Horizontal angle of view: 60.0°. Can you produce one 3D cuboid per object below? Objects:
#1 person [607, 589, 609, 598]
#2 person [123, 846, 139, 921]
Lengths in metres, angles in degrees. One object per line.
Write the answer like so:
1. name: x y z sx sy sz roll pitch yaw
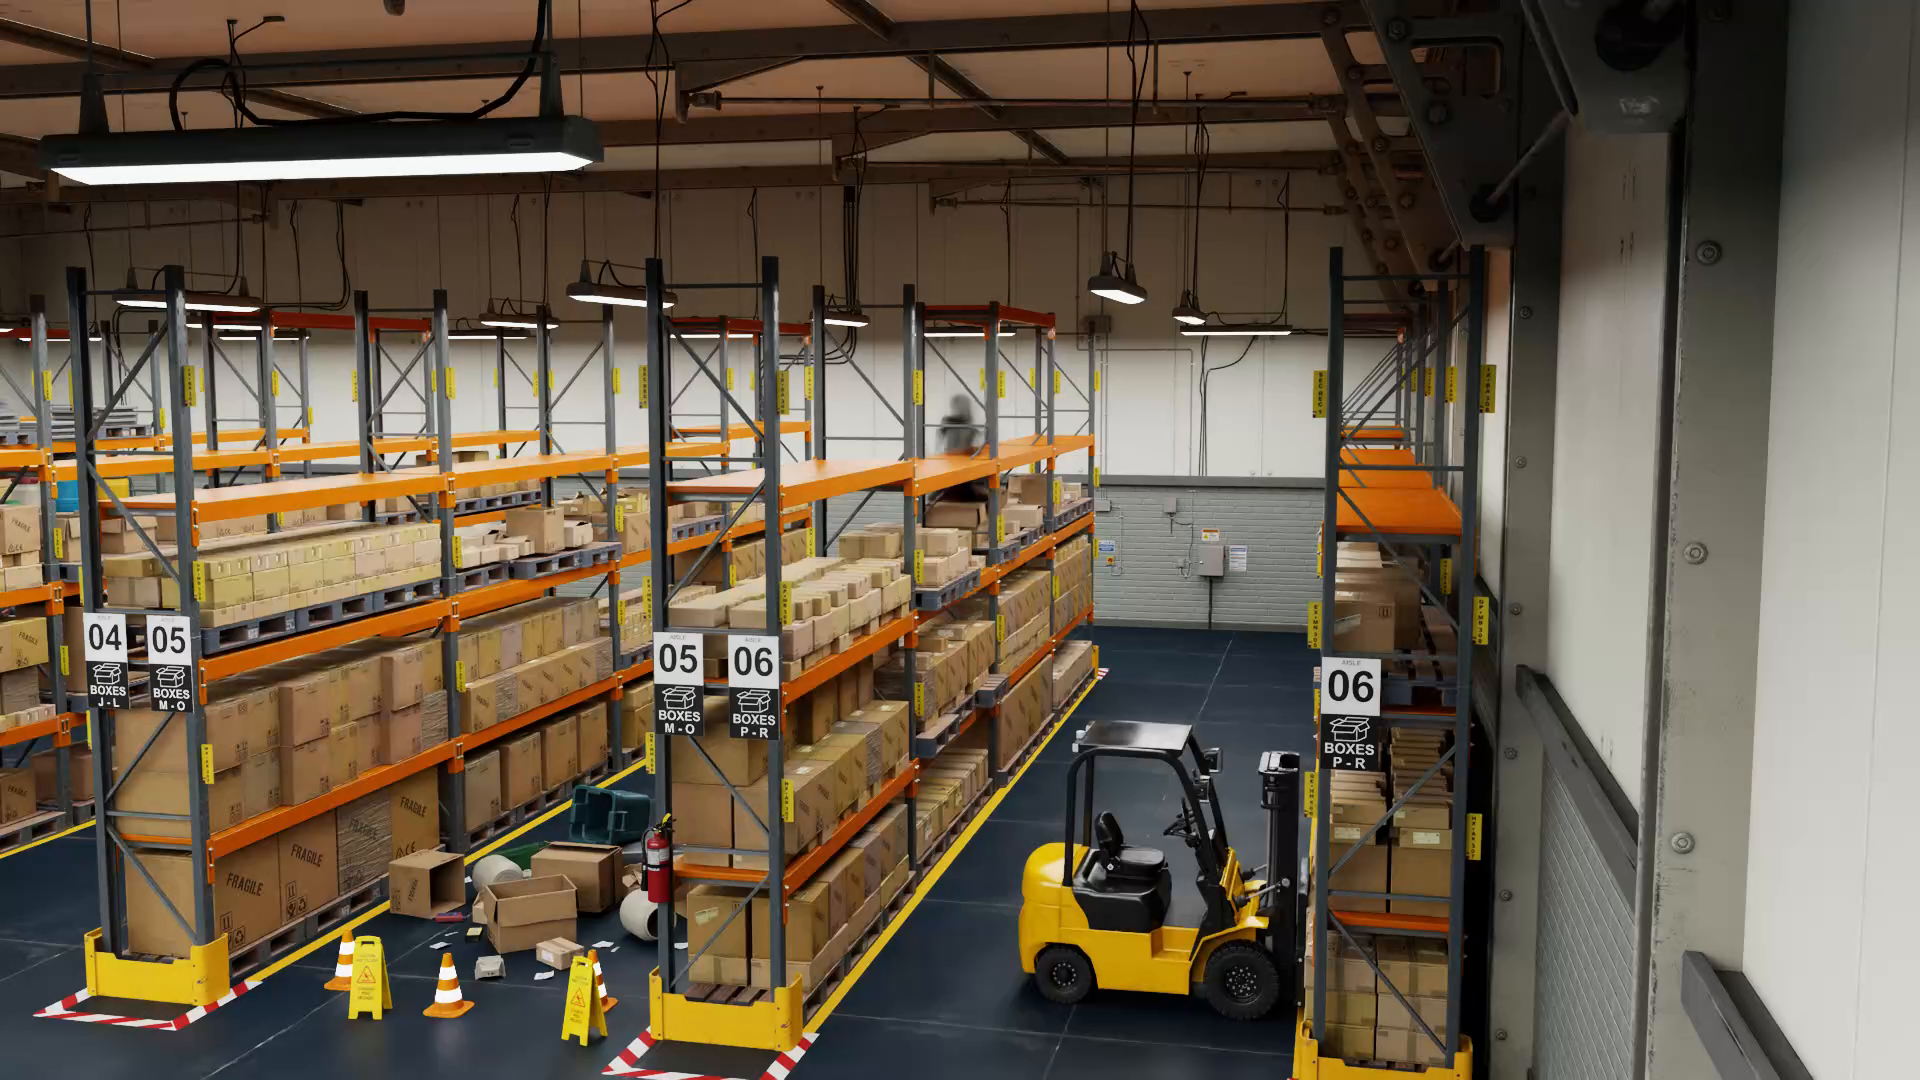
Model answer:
1. person: -5.590 1.627 26.629 0.626 1.743 0.721 1 6 6
2. person: -7.801 2.770 15.920 0.578 1.552 0.846 0 6 4
